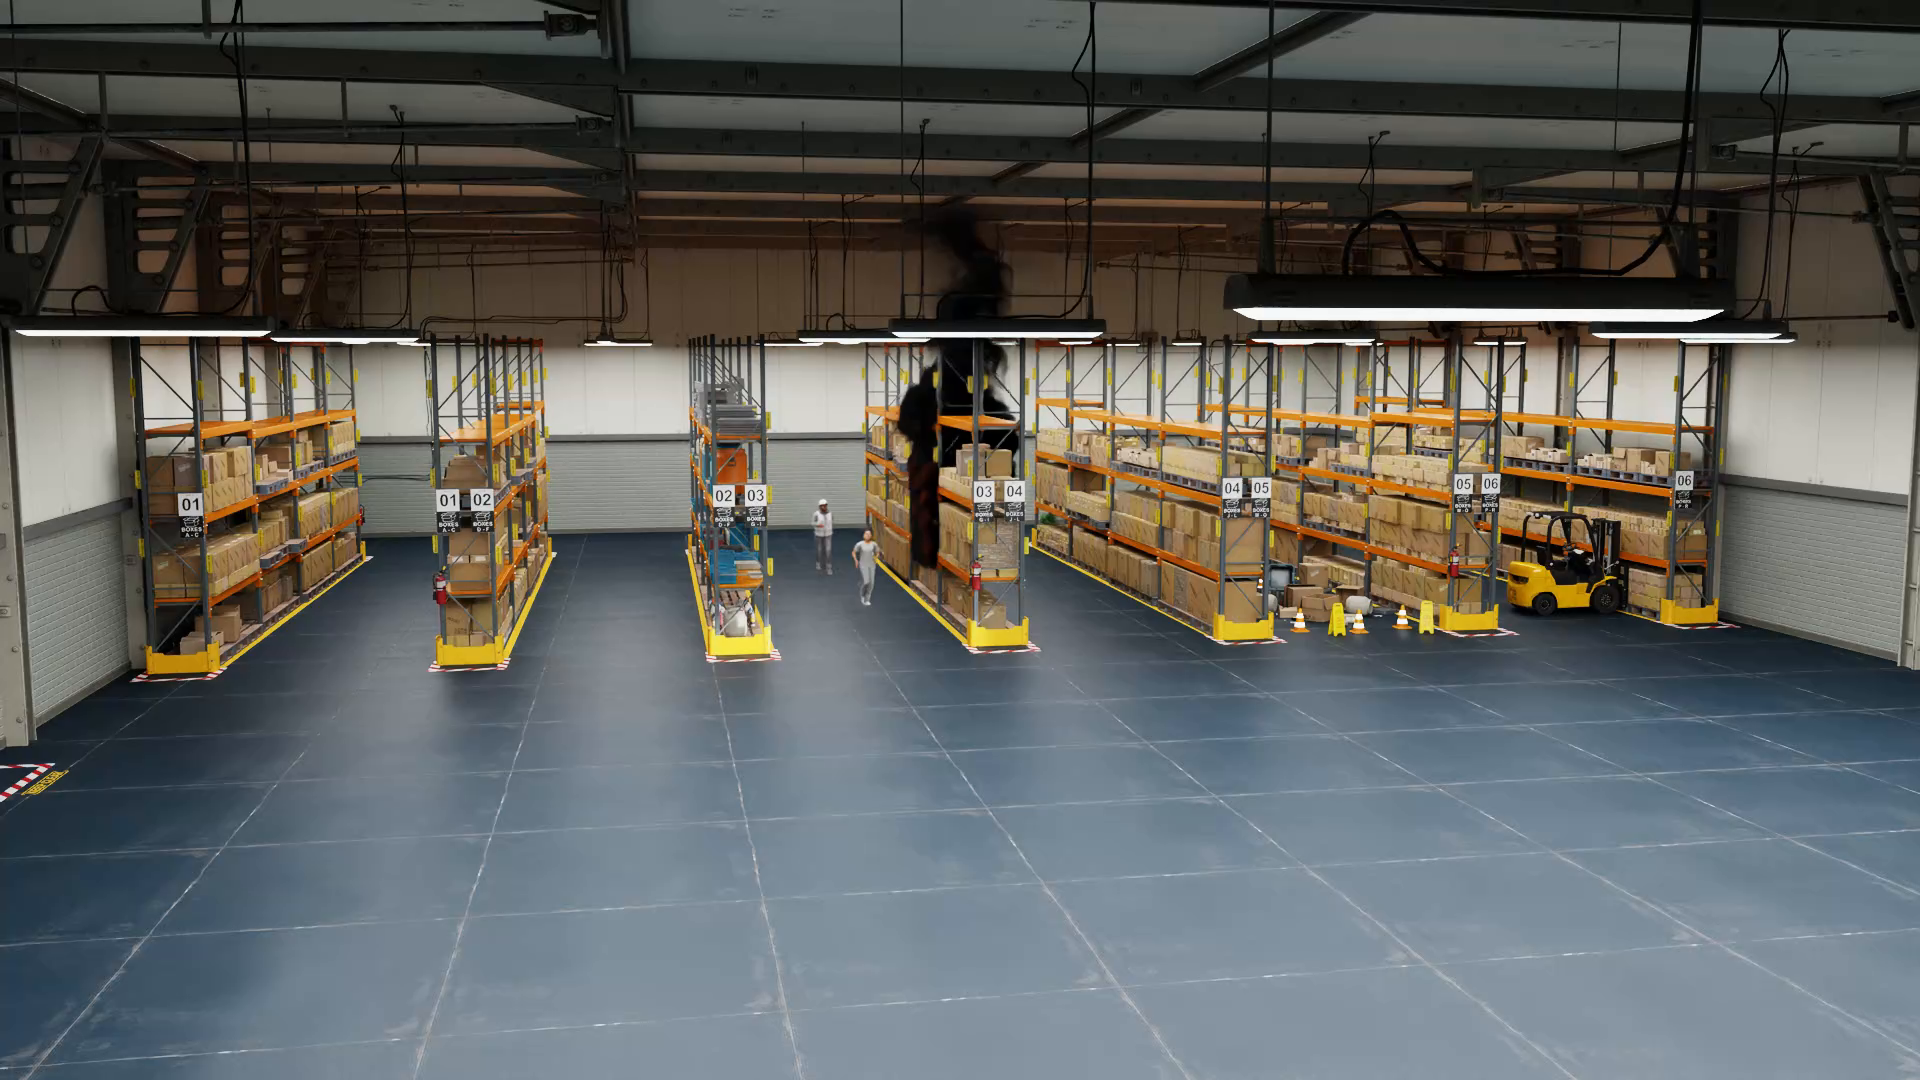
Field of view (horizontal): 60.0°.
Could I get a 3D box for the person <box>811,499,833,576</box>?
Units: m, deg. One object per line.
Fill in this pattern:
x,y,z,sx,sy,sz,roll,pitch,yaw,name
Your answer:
-3.343,-0.084,40.513,0.600,1.847,0.821,-2,7,-16,person

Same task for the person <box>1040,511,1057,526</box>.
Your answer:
2.682,-0.883,49.895,0.832,1.734,0.681,-1,7,-8,person

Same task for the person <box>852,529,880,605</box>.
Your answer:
-1.951,0.585,35.220,0.565,1.635,0.530,-2,7,-19,person
